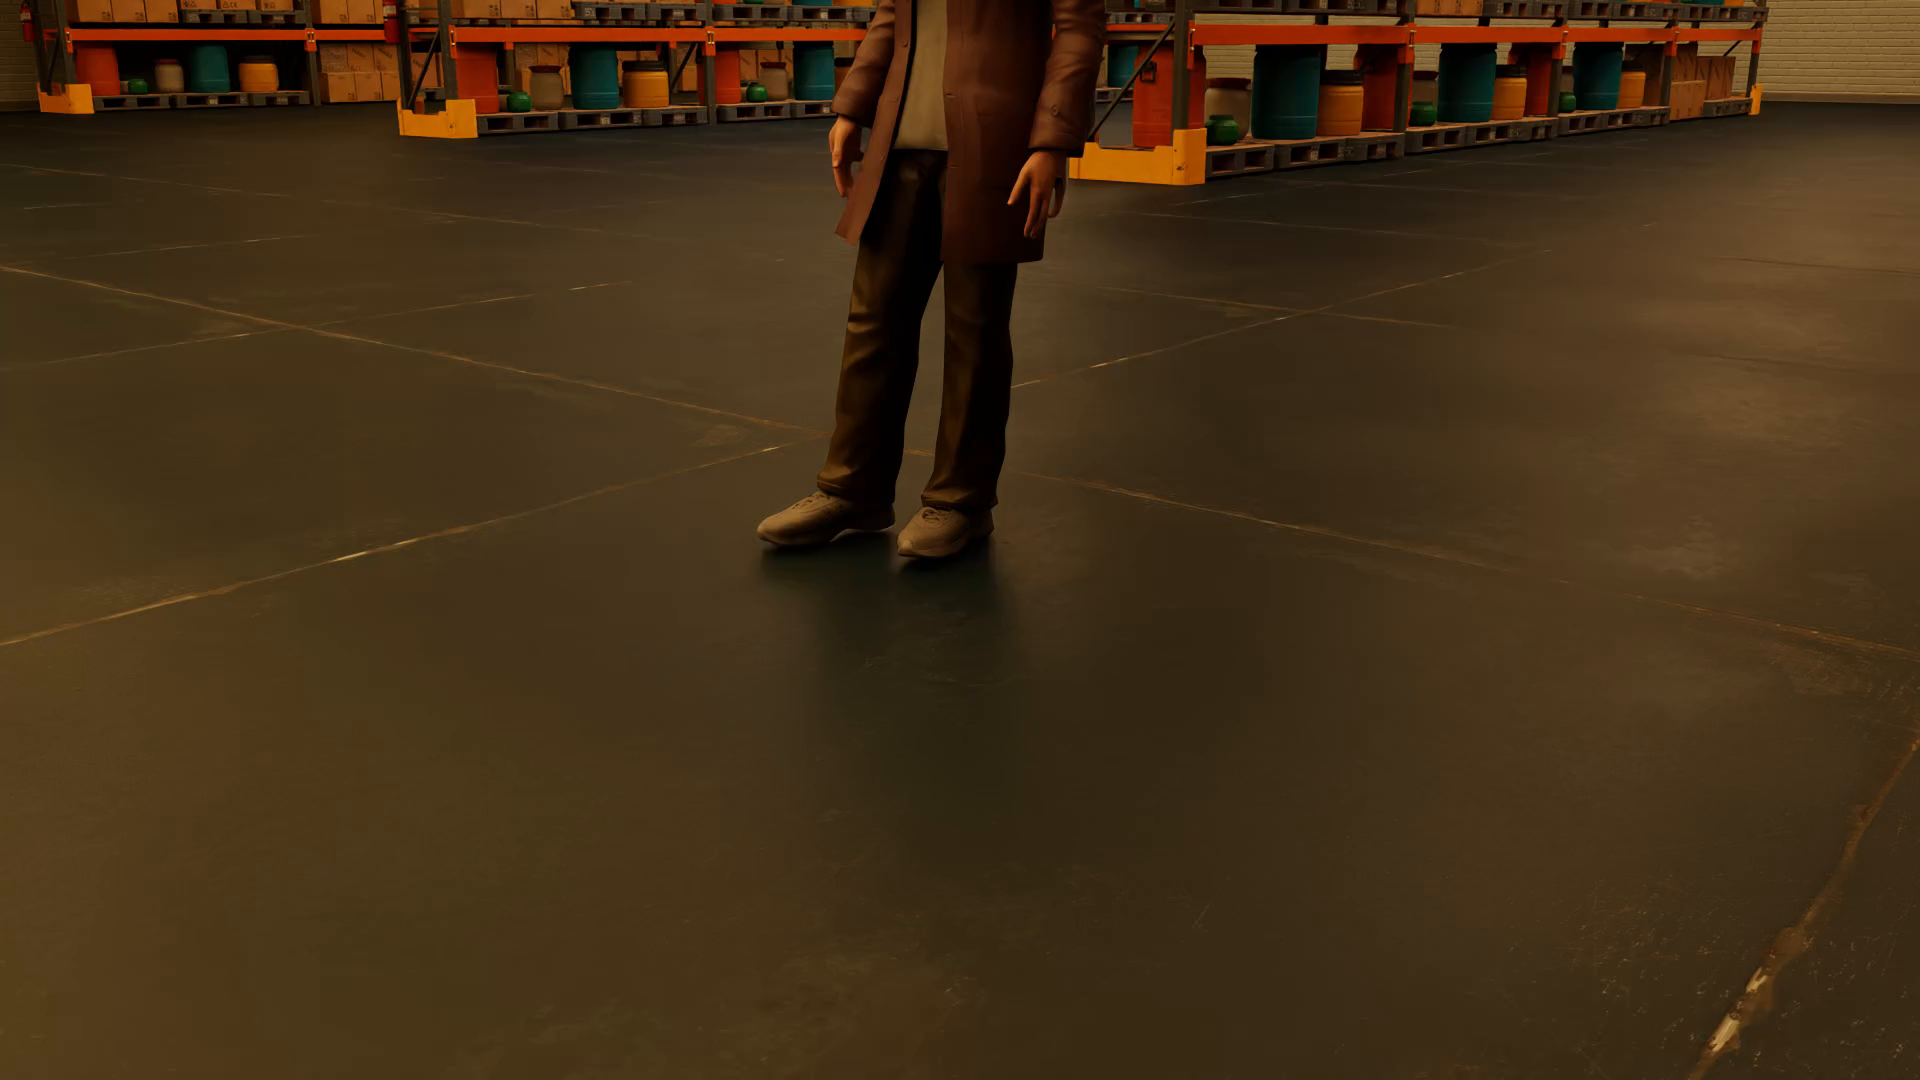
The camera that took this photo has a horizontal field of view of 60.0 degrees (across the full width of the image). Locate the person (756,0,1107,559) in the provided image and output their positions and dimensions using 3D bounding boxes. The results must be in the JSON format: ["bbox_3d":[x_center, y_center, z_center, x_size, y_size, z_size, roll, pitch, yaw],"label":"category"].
[{"bbox_3d":[-0.062,-0.838,3.618,0.696,1.776,0.582,13,21,37],"label":"person"}]
